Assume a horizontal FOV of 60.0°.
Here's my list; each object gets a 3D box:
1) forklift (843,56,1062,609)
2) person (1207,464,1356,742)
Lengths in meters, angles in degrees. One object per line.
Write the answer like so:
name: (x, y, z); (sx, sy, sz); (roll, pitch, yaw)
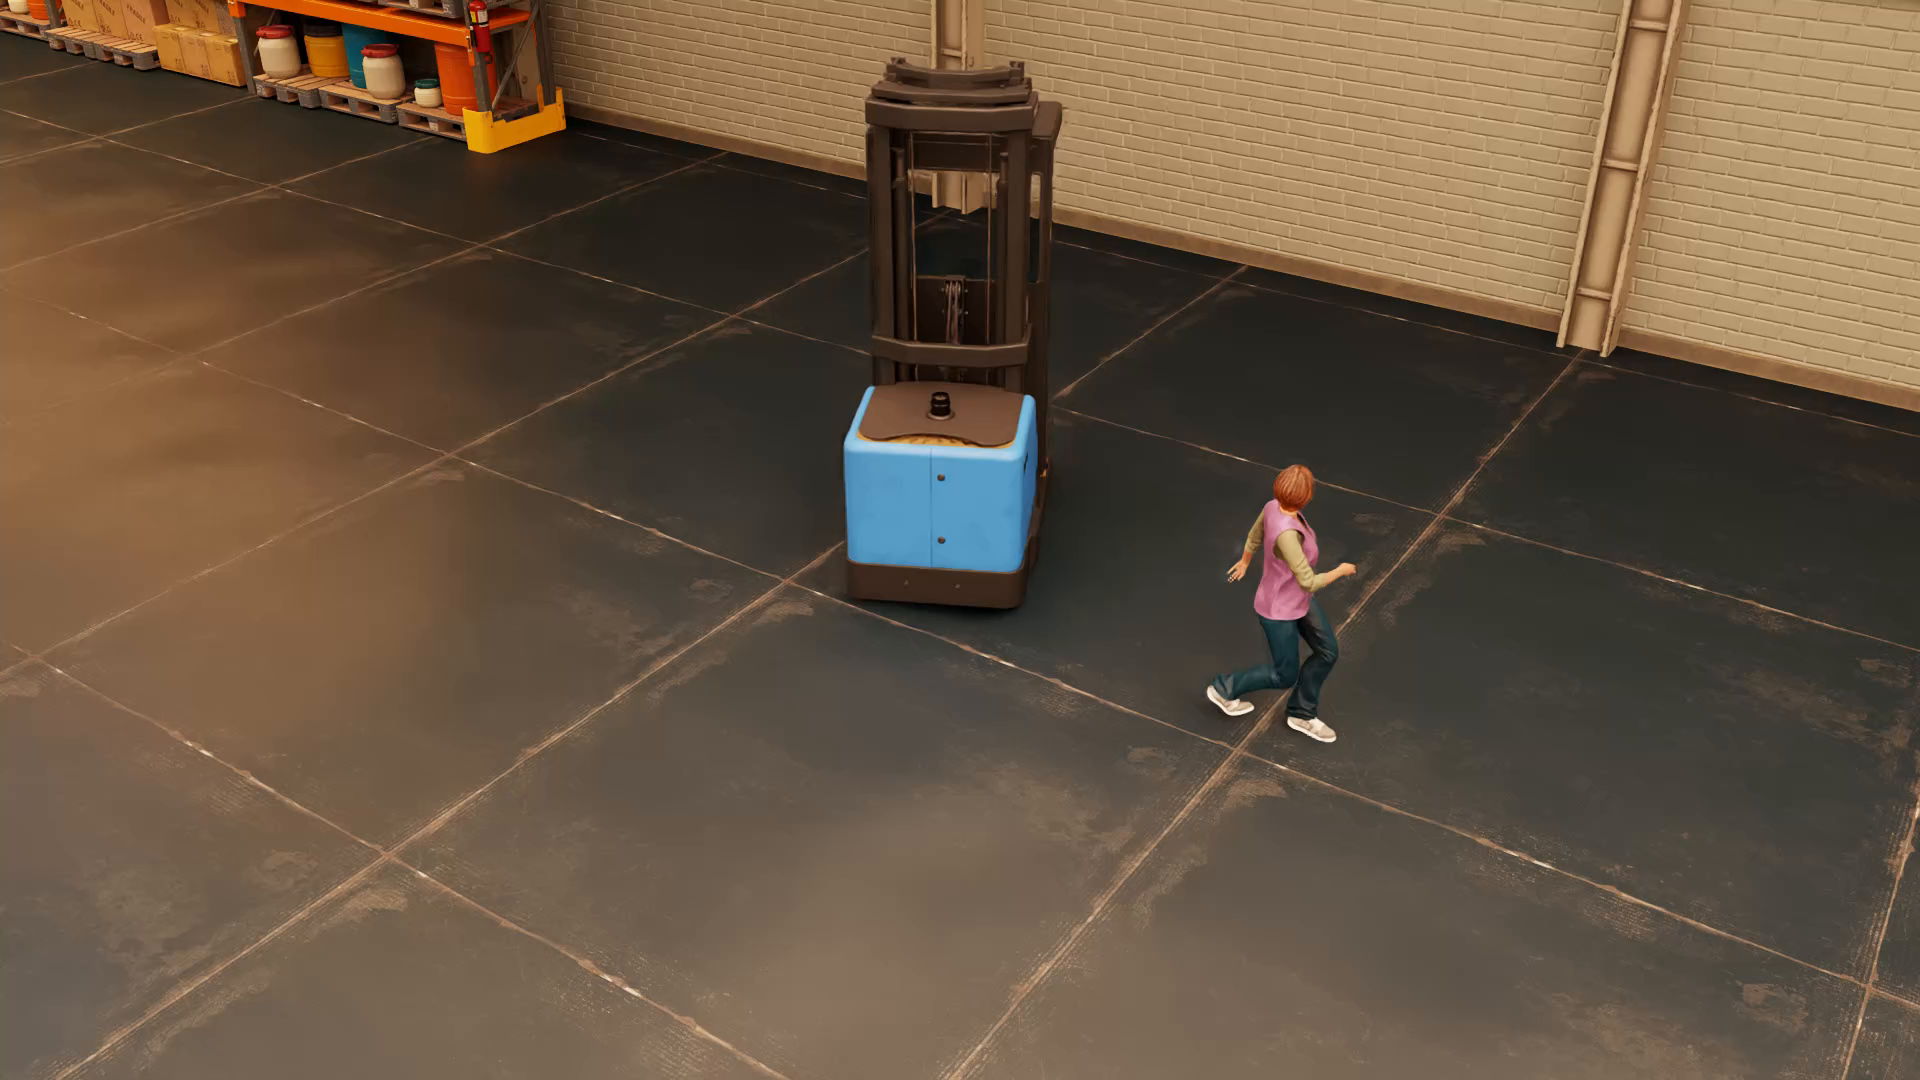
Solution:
forklift: (0.029, -1.587, 10.314); (1.130, 2.935, 3.031); (4, 30, 6)
person: (1.656, 0.308, 8.480); (0.719, 1.523, 0.465); (13, 33, 22)
